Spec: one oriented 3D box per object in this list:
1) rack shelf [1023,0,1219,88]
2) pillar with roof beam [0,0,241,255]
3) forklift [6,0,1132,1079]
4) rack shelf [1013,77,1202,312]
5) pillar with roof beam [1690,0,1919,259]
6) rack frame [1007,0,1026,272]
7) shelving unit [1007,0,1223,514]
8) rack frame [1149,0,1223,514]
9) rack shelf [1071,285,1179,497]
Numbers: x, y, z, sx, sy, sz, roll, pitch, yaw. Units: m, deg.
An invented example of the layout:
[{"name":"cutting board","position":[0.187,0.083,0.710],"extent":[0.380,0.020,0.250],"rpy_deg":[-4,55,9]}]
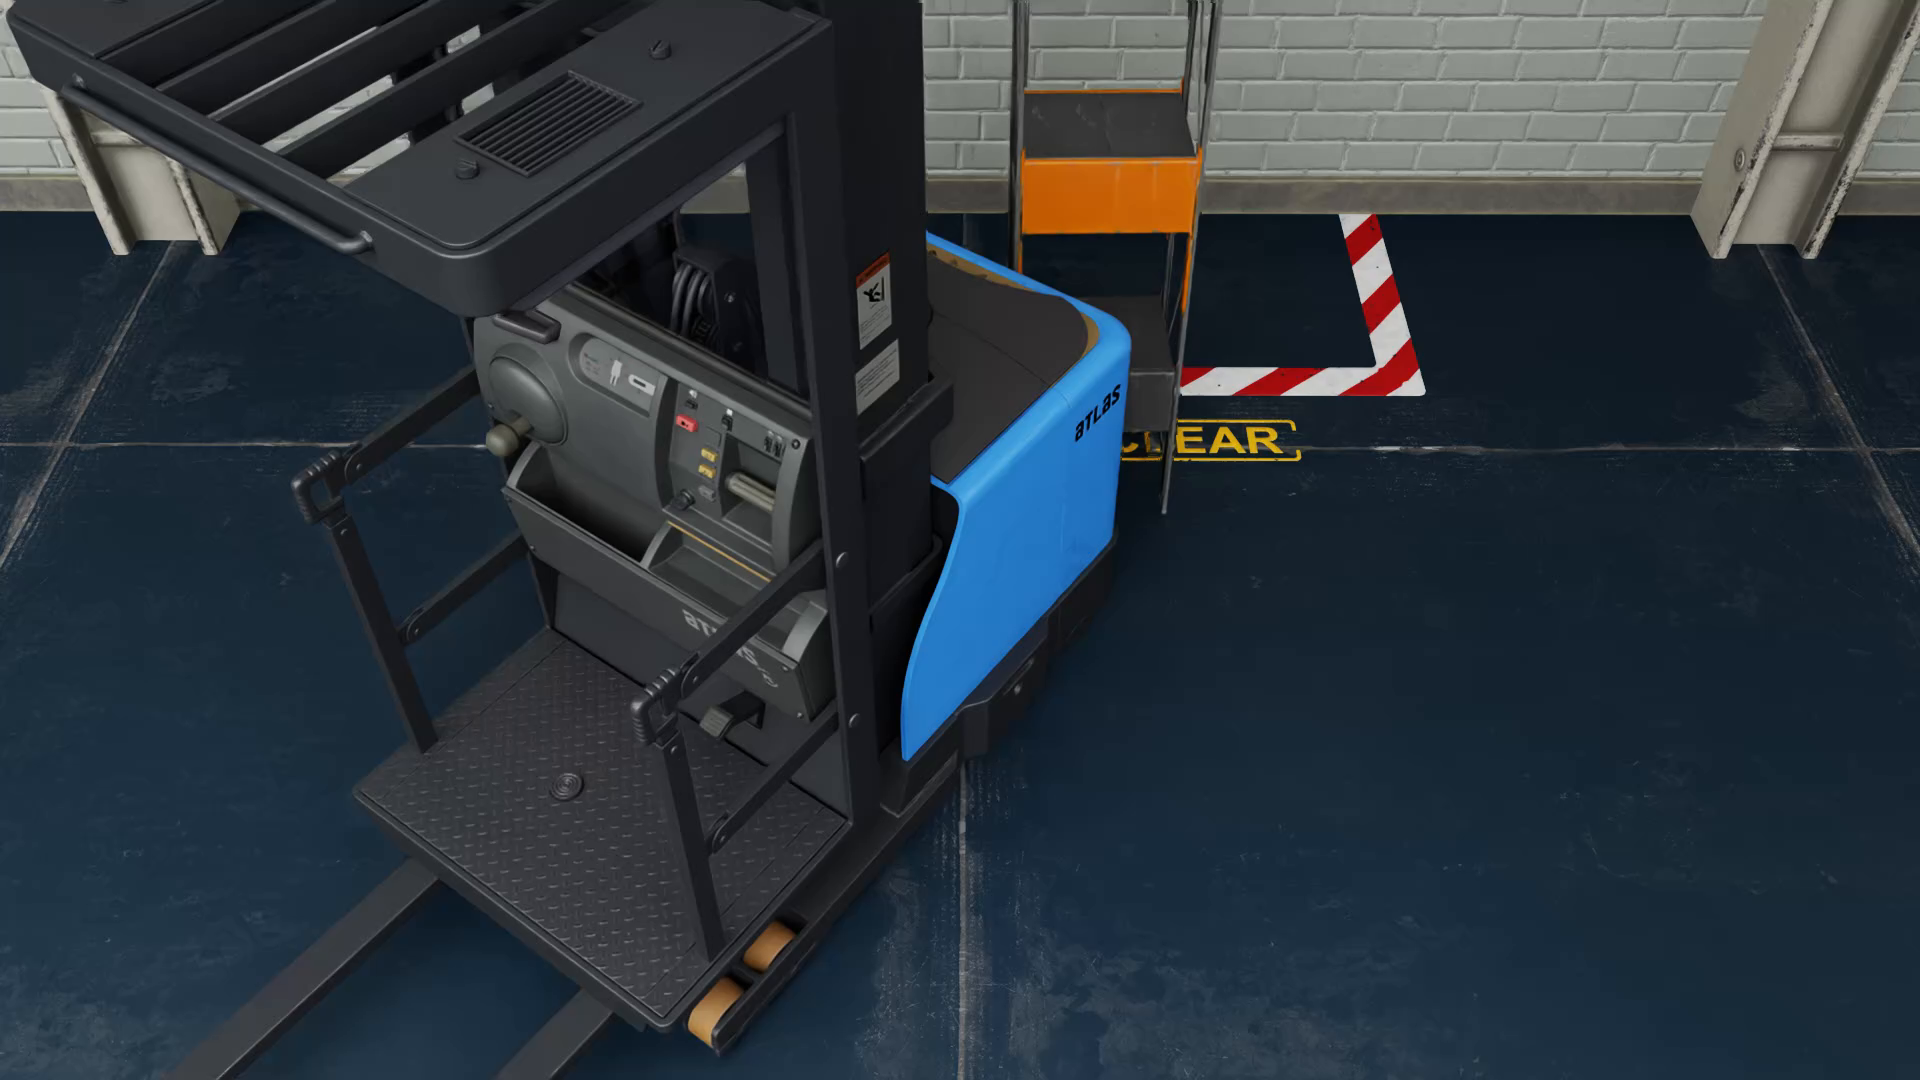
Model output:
[{"name":"rack shelf","position":[0.399,-1.494,4.250],"extent":[0.480,0.518,0.431],"rpy_deg":[-1,42,-1]},{"name":"pillar with roof beam","position":[-2.999,-1.100,0.126],"extent":[0.400,9.000,9.100],"rpy_deg":[0,47,0]},{"name":"forklift","position":[-0.817,-0.169,3.405],"extent":[1.130,2.935,3.031],"rpy_deg":[28,53,24]},{"name":"rack shelf","position":[0.399,-0.978,4.723],"extent":[0.480,0.518,0.431],"rpy_deg":[-1,42,-1]},{"name":"pillar with roof beam","position":[3.001,-1.084,0.111],"extent":[0.400,9.000,9.100],"rpy_deg":[0,47,0]},{"name":"rack frame","position":[0.155,-0.985,4.710],"extent":[0.015,2.100,0.400],"rpy_deg":[-1,42,-1]},{"name":"shelving unit","position":[0.399,-0.988,4.713],"extent":[0.503,2.100,0.431],"rpy_deg":[-1,42,-1]},{"name":"rack frame","position":[0.643,-0.991,4.717],"extent":[0.015,2.100,0.400],"rpy_deg":[-1,42,-1]},{"name":"rack shelf","position":[0.399,-0.461,5.195],"extent":[0.480,0.518,0.431],"rpy_deg":[-1,42,-1]}]
